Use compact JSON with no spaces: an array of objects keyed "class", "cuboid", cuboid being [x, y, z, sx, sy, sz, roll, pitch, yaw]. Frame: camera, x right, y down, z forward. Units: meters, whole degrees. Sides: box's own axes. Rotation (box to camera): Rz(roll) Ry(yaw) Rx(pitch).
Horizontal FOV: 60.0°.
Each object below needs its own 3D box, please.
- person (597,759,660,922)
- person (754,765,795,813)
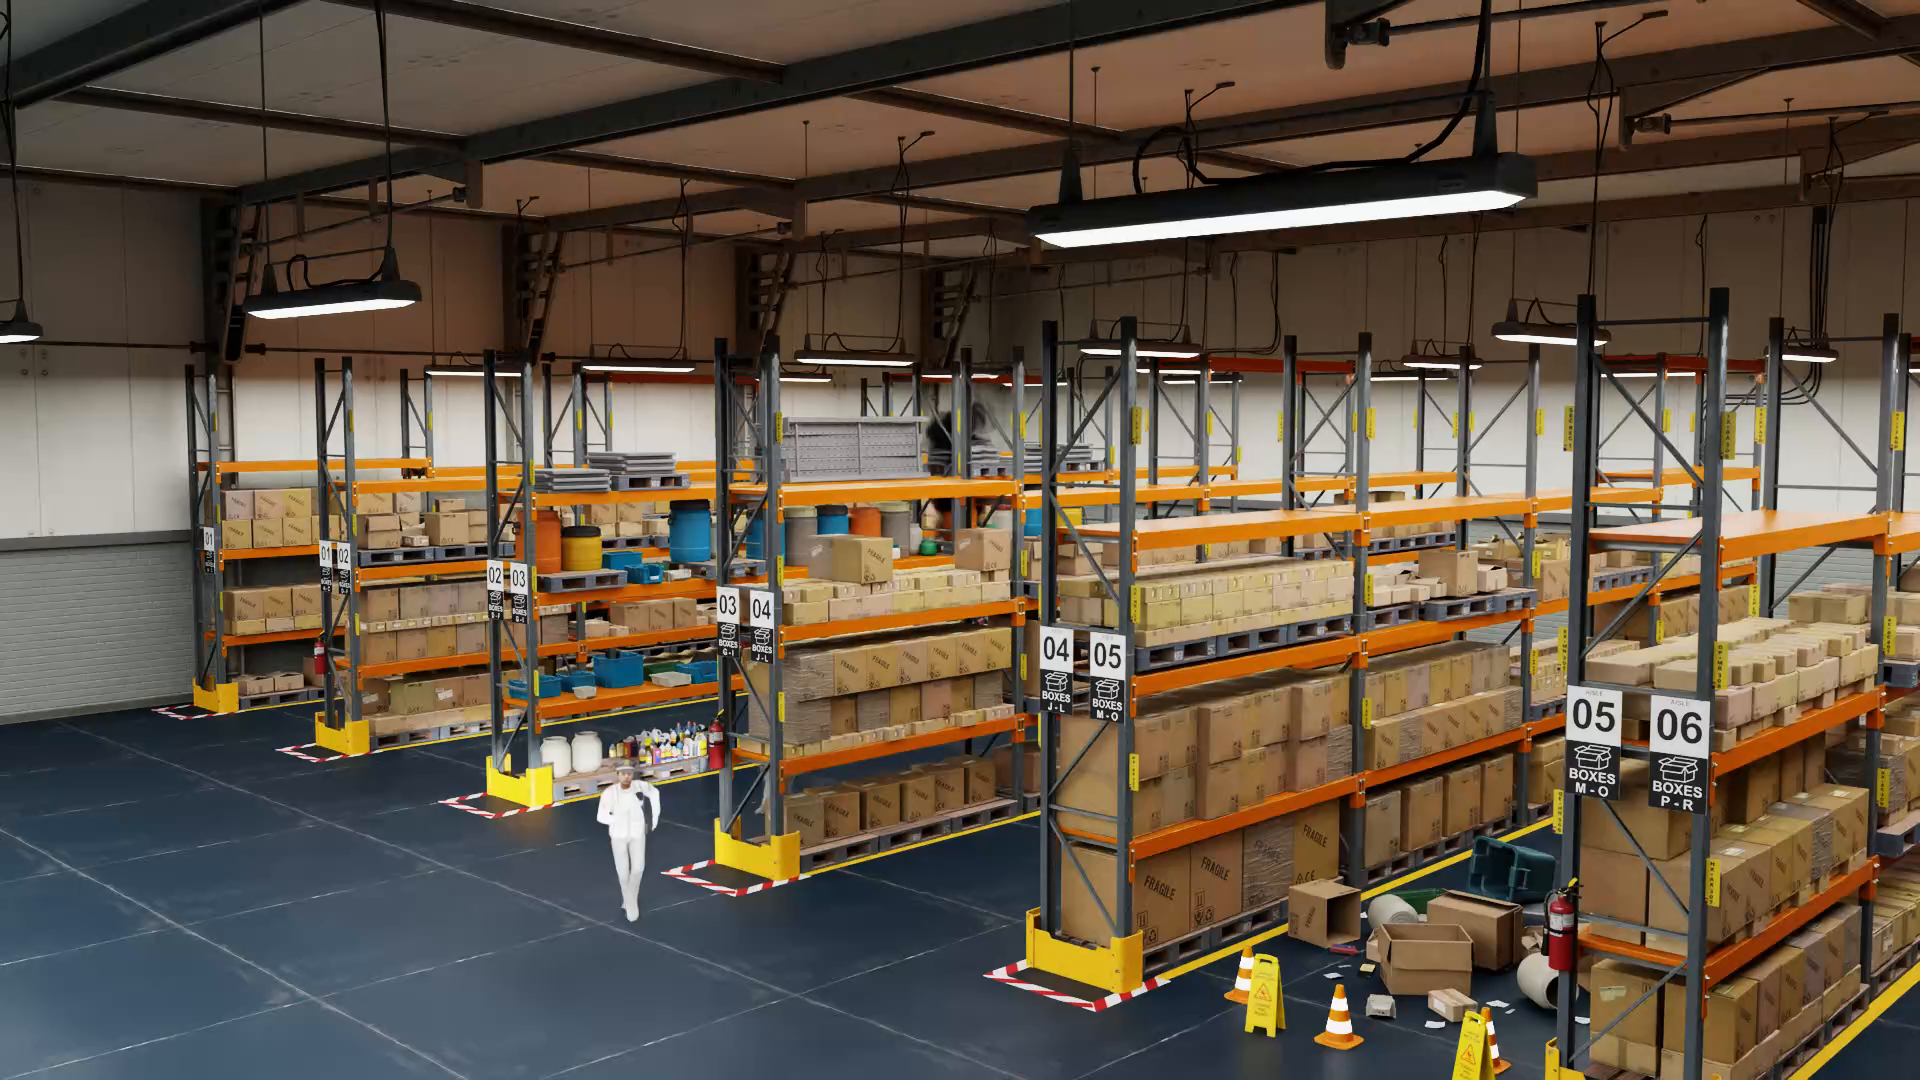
[{"class":"person","cuboid":[-3.364,3.024,16.927,0.642,1.674,0.785,-1,5,-15]},{"class":"person","cuboid":[-2.377,2.701,21.694,0.630,1.644,0.746,3,5,35]}]
